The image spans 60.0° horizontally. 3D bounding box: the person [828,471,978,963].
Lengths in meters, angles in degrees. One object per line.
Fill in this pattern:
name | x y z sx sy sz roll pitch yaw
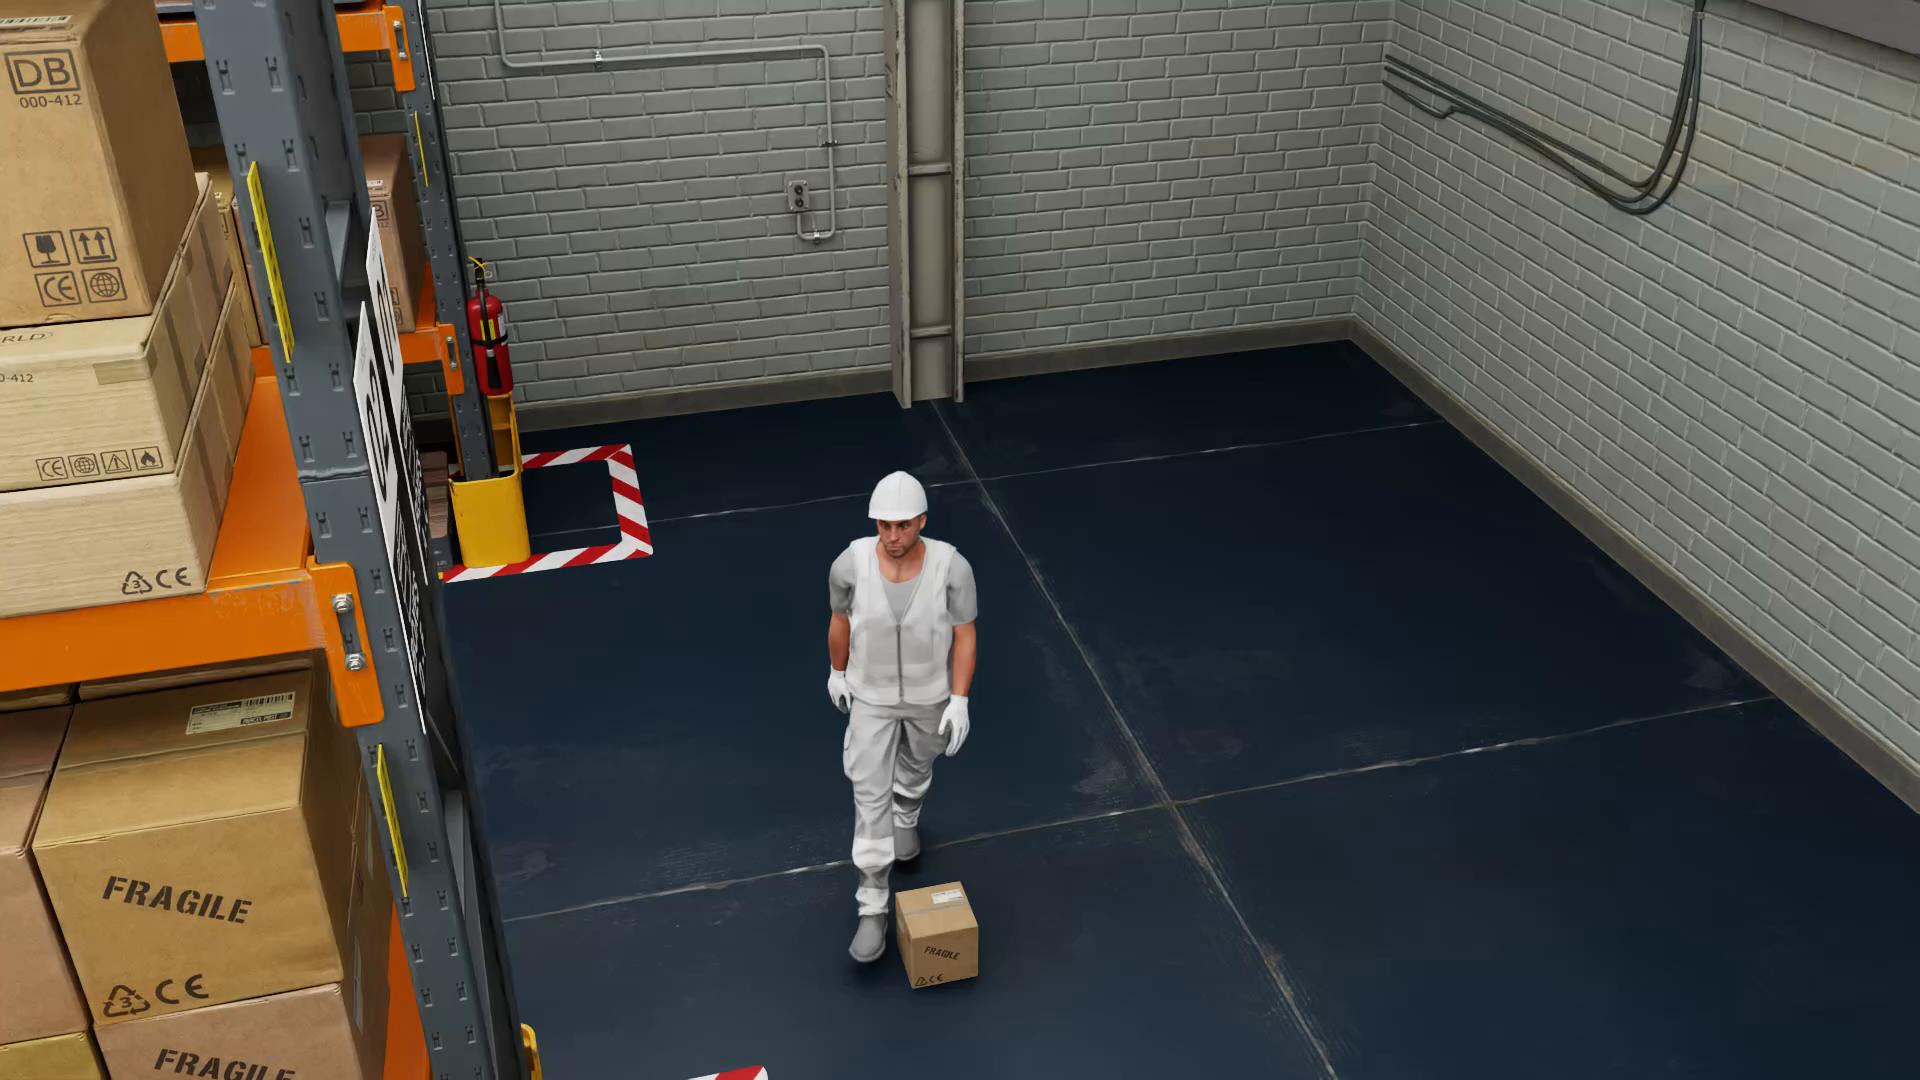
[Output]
person | -0.200 0.617 5.998 0.552 1.752 0.950 -2 30 -4
